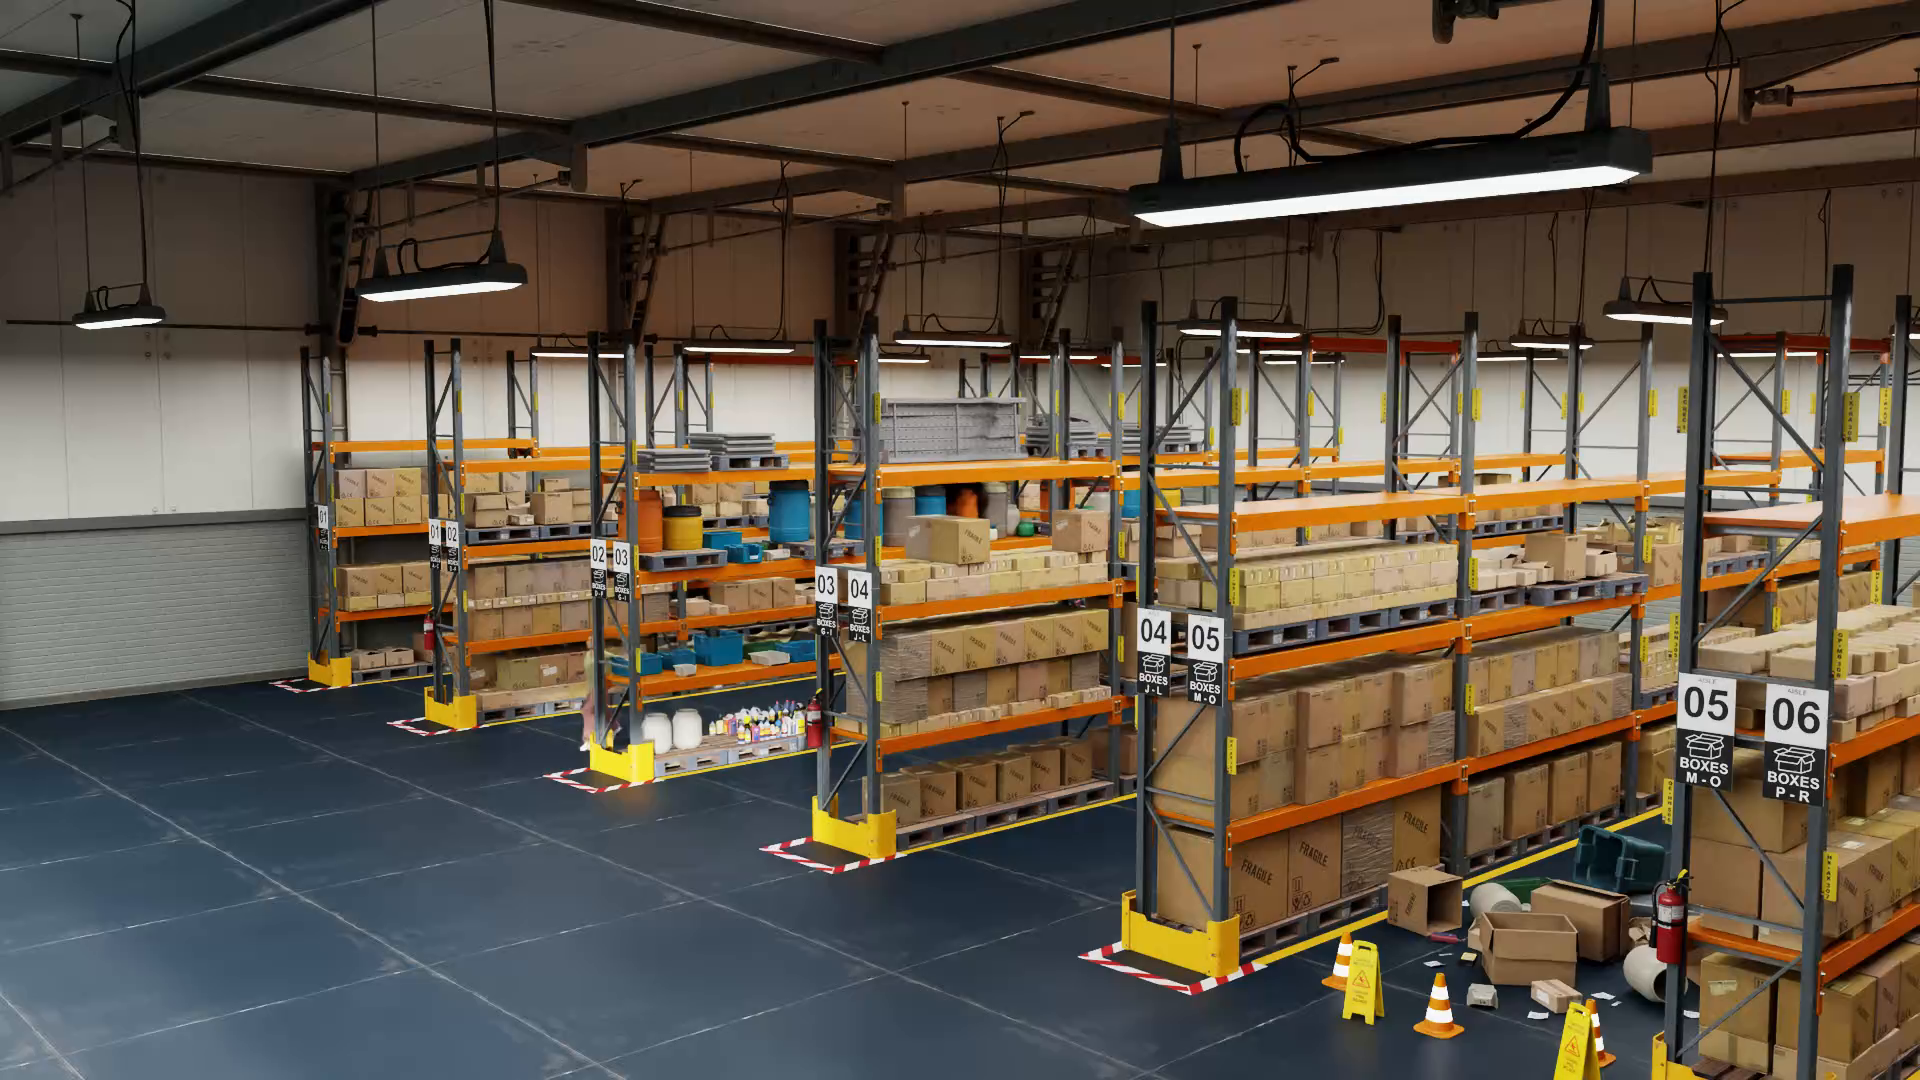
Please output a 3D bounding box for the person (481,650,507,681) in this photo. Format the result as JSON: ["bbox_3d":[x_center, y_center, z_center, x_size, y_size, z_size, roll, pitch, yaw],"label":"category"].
[{"bbox_3d":[-7.979,1.813,28.421,0.677,1.708,0.661,-5,7,-44],"label":"person"}]

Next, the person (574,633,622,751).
[{"bbox_3d":[-5.247,2.196,24.331,0.839,1.707,0.595,-5,7,-44],"label":"person"}]
